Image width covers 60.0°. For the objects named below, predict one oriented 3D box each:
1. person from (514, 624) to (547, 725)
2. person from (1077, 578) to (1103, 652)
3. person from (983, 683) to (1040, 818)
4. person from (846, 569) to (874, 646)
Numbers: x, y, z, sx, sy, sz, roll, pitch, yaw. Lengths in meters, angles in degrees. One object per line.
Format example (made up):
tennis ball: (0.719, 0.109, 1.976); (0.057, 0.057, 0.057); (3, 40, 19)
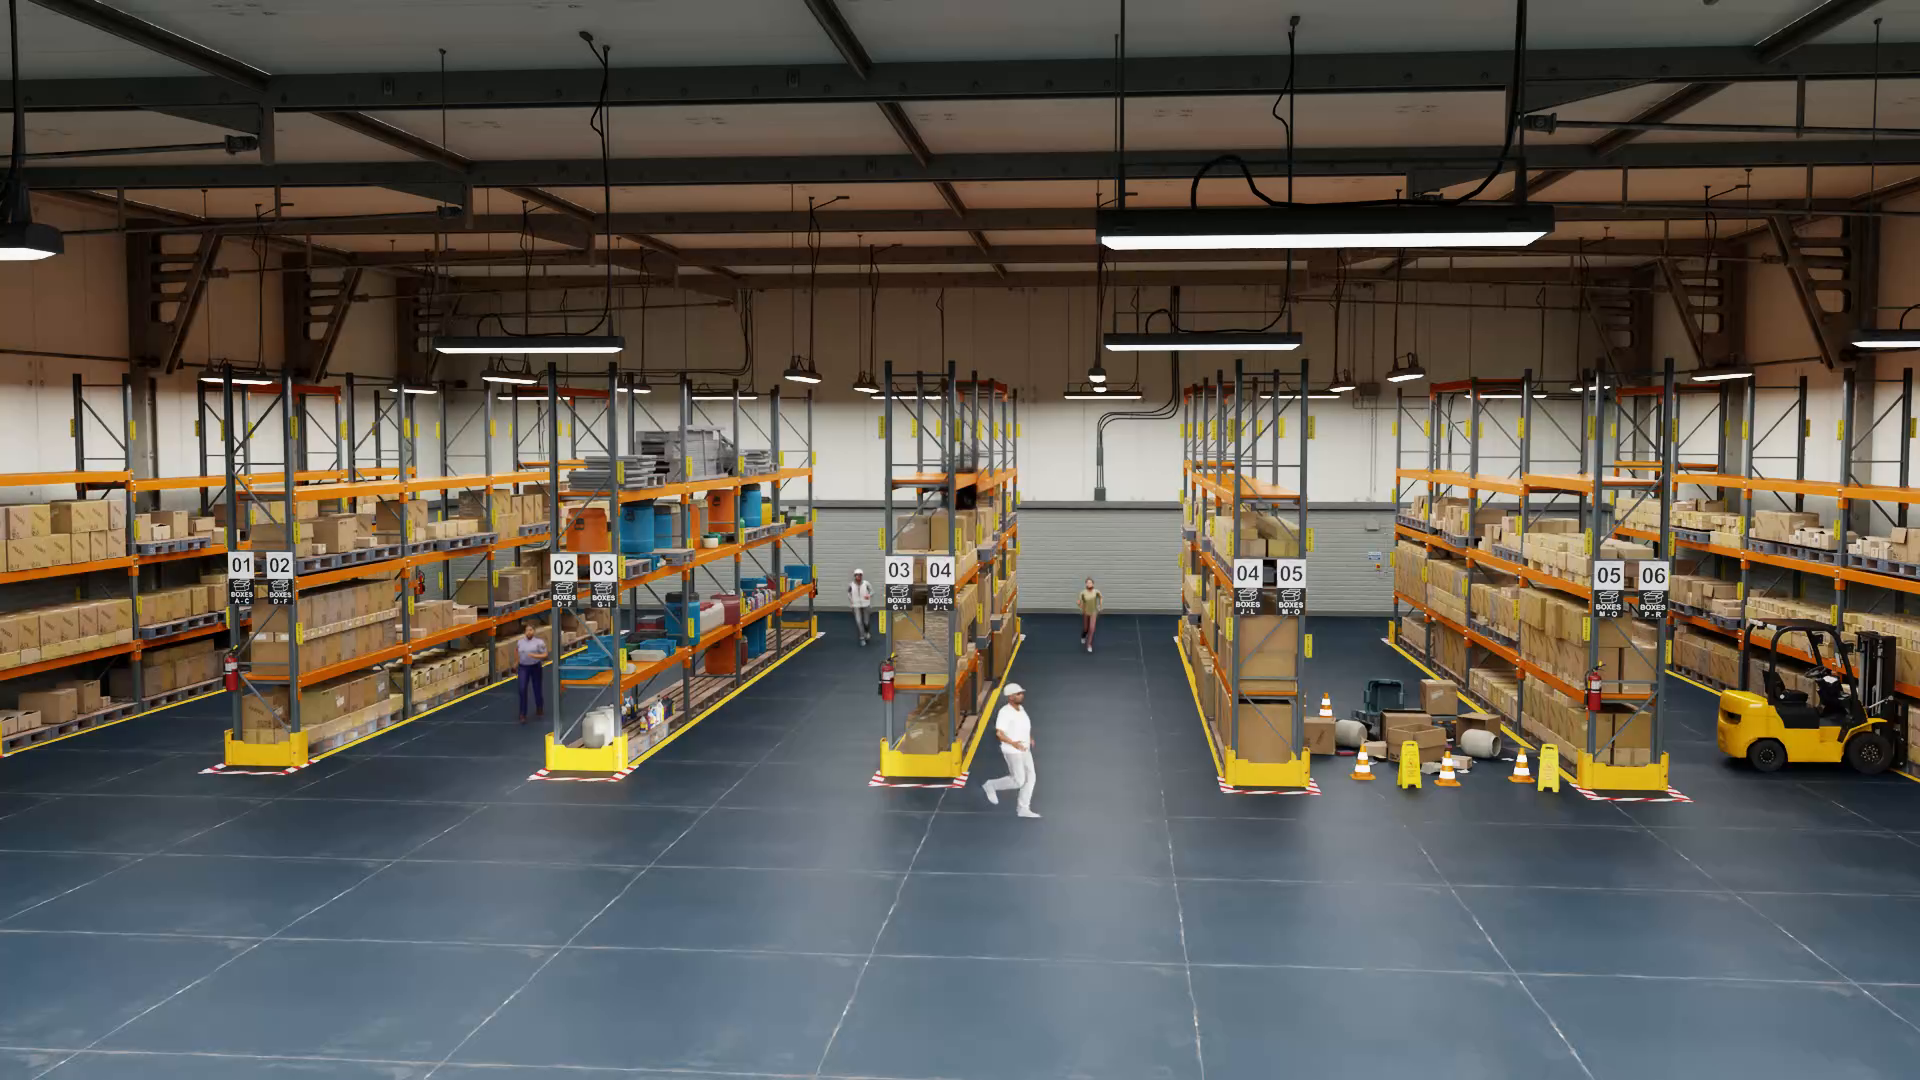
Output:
person: (-7.402, 2.281, 28.659); (0.596, 1.668, 0.903); (0, 4, -6)
person: (2.971, 1.698, 37.945); (0.587, 1.661, 0.808); (0, 4, 2)
person: (0.692, 2.721, 21.569); (0.780, 1.738, 0.699); (2, 4, 29)
person: (-2.347, 1.562, 39.051); (0.671, 1.779, 0.858); (0, 4, -4)
